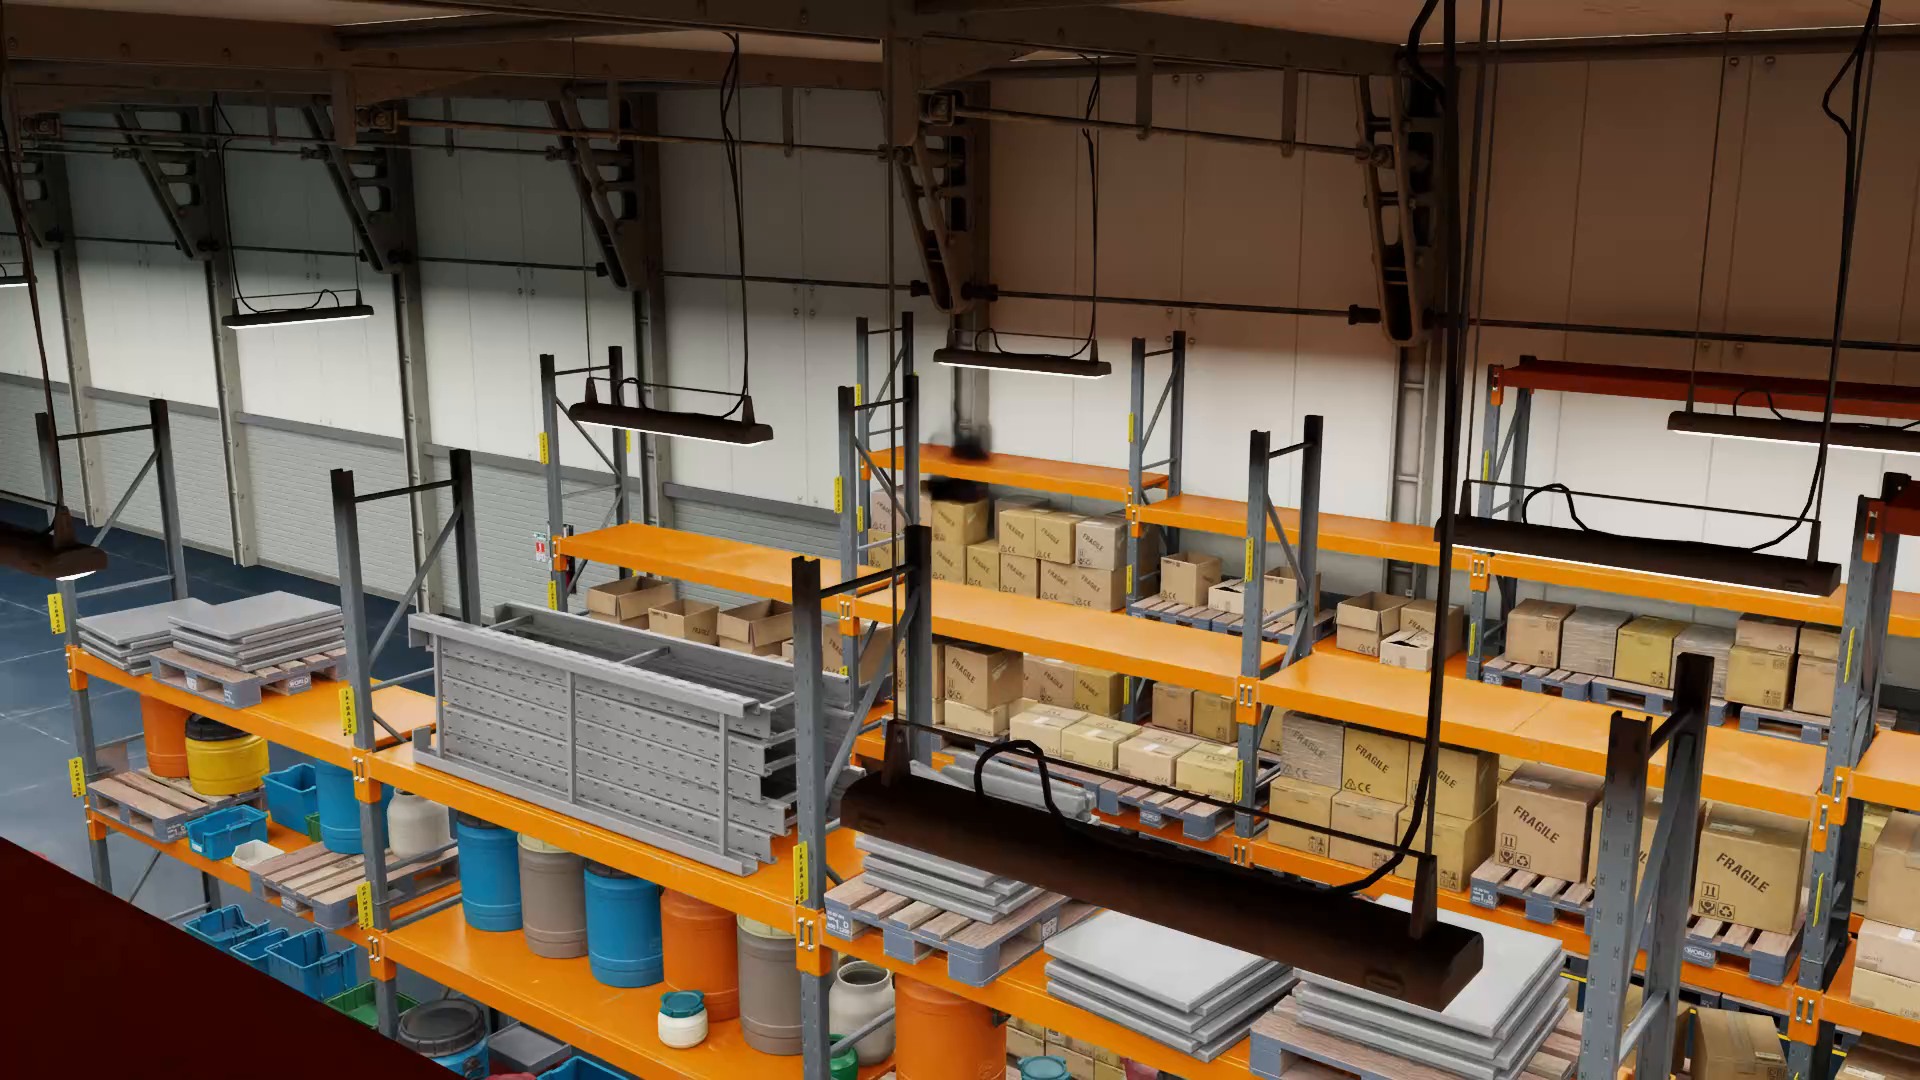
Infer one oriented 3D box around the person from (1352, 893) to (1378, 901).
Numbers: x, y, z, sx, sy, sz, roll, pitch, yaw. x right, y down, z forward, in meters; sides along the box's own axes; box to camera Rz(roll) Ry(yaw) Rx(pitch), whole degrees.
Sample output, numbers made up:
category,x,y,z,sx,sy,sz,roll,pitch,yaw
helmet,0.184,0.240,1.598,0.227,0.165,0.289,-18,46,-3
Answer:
category,x,y,z,sx,sy,sz,roll,pitch,yaw
person,3.943,3.745,15.401,0.767,1.786,0.638,7,15,29
